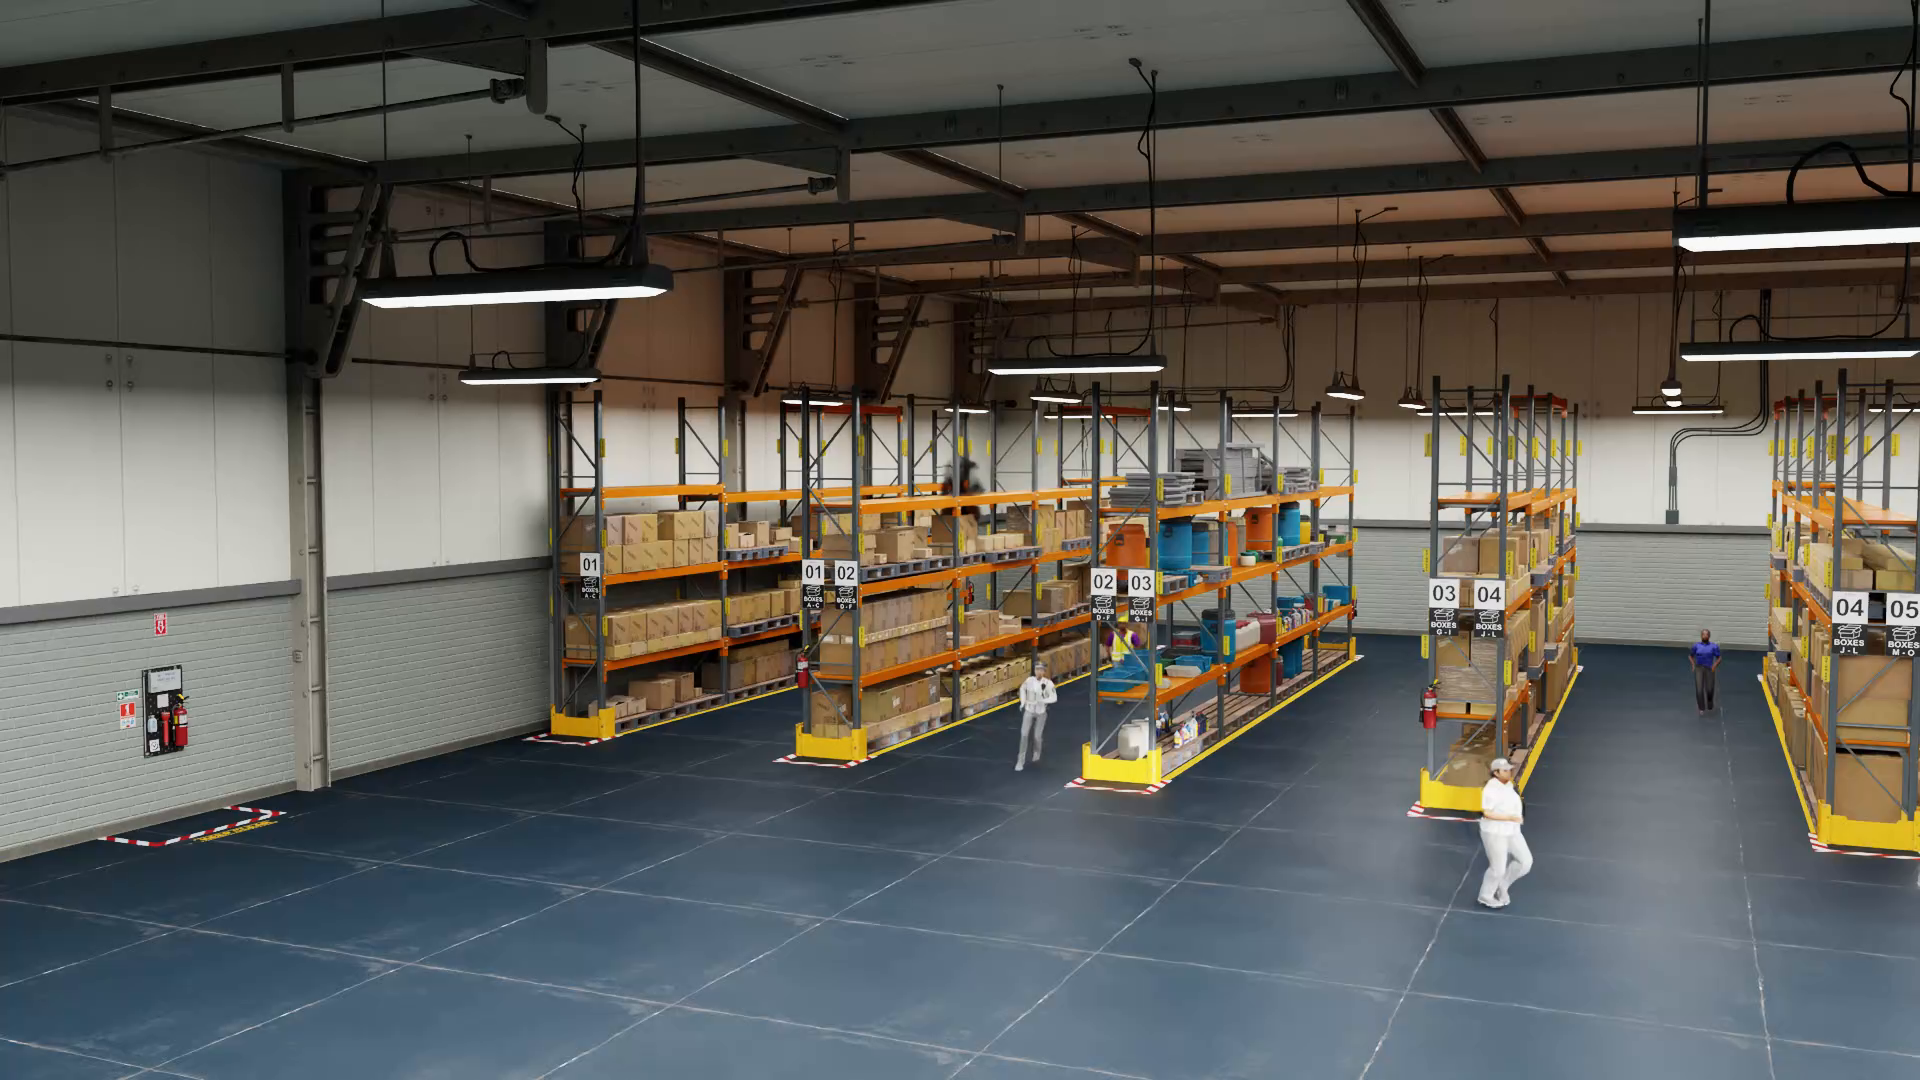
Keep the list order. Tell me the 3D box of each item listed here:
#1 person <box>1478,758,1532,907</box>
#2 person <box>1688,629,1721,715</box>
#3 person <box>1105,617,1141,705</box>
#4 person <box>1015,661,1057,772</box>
[{"bbox_3d":[5.922,3.184,18.027,0.582,1.634,0.605,-2,4,-35],"label":"person"},{"bbox_3d":[13.962,2.475,31.198,0.573,1.603,0.541,2,4,27],"label":"person"},{"bbox_3d":[3.169,2.351,32.451,0.700,1.716,0.625,1,3,14],"label":"person"},{"bbox_3d":[1.221,2.731,26.075,0.627,1.713,0.849,1,3,13],"label":"person"}]
